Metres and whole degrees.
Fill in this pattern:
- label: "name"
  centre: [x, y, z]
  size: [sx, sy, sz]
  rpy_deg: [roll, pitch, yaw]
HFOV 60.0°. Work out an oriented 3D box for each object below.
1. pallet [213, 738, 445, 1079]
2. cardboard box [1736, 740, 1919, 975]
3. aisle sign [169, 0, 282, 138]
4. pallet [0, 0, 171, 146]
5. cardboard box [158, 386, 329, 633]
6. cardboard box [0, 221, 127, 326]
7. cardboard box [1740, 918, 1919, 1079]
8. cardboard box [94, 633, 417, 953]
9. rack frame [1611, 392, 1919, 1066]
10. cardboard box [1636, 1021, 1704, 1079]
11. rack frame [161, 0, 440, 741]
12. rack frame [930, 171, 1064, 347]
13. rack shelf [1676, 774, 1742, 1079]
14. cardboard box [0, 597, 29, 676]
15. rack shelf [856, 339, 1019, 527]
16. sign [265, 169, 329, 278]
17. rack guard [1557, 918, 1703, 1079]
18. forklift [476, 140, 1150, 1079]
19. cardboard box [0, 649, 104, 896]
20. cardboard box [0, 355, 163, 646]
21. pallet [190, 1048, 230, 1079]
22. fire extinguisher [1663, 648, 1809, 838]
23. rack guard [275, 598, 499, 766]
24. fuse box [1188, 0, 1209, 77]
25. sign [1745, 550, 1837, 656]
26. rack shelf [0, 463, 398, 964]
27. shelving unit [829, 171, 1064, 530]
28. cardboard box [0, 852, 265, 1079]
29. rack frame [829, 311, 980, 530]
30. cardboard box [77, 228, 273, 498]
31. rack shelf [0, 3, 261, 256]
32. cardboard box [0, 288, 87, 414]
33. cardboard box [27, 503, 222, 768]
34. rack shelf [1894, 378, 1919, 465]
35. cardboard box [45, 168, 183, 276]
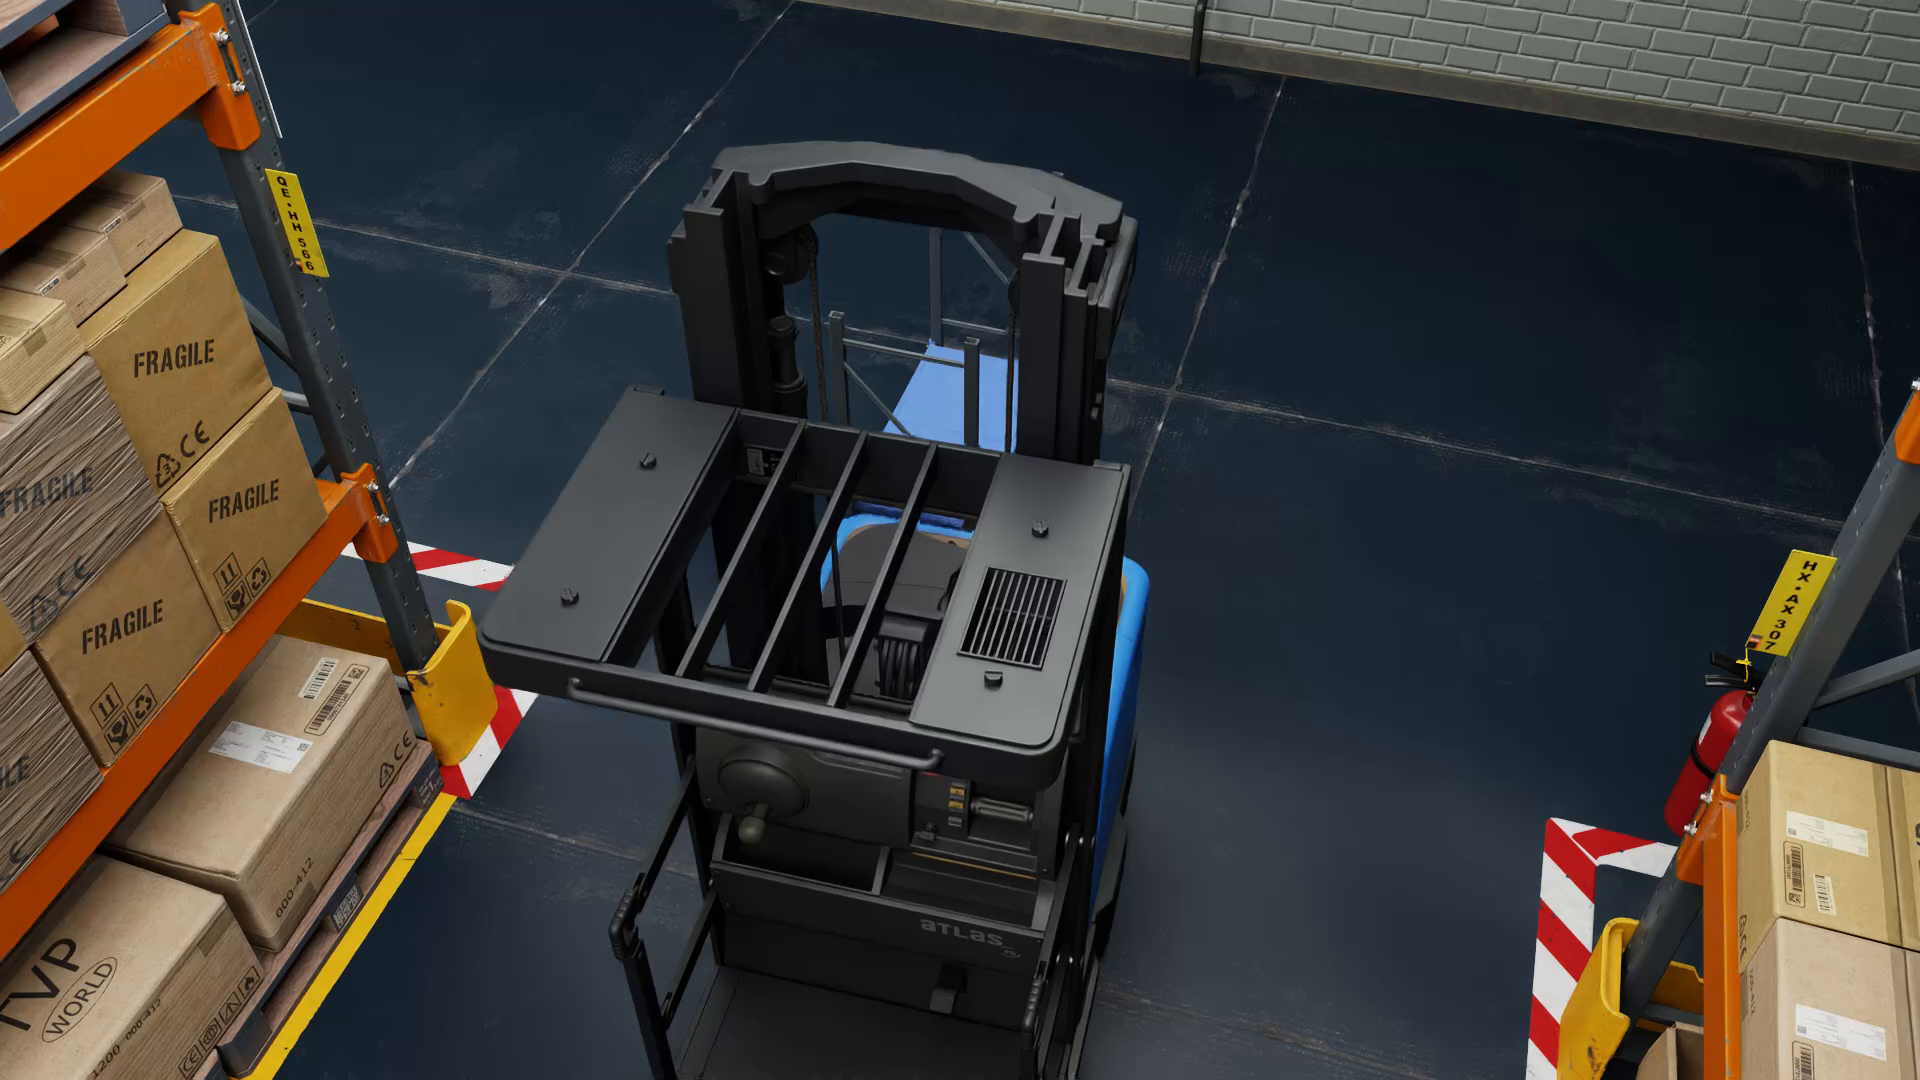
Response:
- label: "pallet"
  centre: [-2.466, 1.071, 5.505]
  size: [1.003, 0.211, 1.213]
  rpy_deg: [13, 46, 13]
- label: "cardboard box"
  centre: [2.039, 0.766, 3.717]
  size: [0.500, 0.250, 0.500]
  rpy_deg: [13, 46, 13]
- label: "aisle sign"
  centre: [-1.981, -1.387, 4.164]
  size: [0.394, 0.787, 0.004]
  rpy_deg: [13, 46, 13]
- label: "pallet"
  centre: [-2.513, -1.019, 3.566]
  size: [1.003, 0.211, 1.213]
  rpy_deg: [13, 46, 13]
- label: "cardboard box"
  centre: [-2.192, -0.134, 4.670]
  size: [0.500, 0.500, 0.500]
  rpy_deg: [13, 46, 13]
- label: "cardboard box"
  centre: [-2.270, -0.645, 4.014]
  size: [0.380, 0.149, 0.250]
  rpy_deg: [13, 46, 13]
- label: "cardboard box"
  centre: [1.887, 1.102, 3.374]
  size: [0.500, 0.250, 0.500]
  rpy_deg: [13, 46, 13]
- label: "cardboard box"
  centre: [-2.403, 0.751, 5.369]
  size: [0.875, 0.438, 0.875]
  rpy_deg: [11, 45, 11]
- label: "rack frame"
  centre: [2.433, 0.573, 4.019]
  size: [1.000, 3.000, 0.127]
  rpy_deg: [13, 46, 13]
- label: "cardboard box"
  centre: [2.158, 1.703, 4.350]
  size: [0.797, 0.503, 0.637]
  rpy_deg: [11, 45, 11]
- label: "rack frame"
  centre: [-2.298, -0.476, 5.091]
  size: [1.000, 3.000, 0.127]
  rpy_deg: [13, 46, 13]
- label: "rack frame"
  centre: [0.128, -0.818, 6.514]
  size: [0.500, 1.500, 0.032]
  rpy_deg: [13, 46, 13]
- label: "rack shelf"
  centre: [1.828, 2.164, 2.909]
  size: [1.077, 0.370, 4.000]
  rpy_deg: [13, 46, 13]
- label: "cardboard box"
  centre: [-2.501, 0.187, 3.628]
  size: [0.500, 0.500, 0.500]
  rpy_deg: [12, 46, 12]
- label: "rack shelf"
  centre: [-0.026, -0.351, 6.293]
  size: [0.538, 0.185, 1.000]
  rpy_deg: [13, 46, 13]
- label: "sign"
  centre: [-1.785, -0.850, 4.477]
  size: [0.100, 0.325, 0.005]
  rpy_deg: [13, 46, 13]
- label: "rack guard"
  centre: [2.410, 1.517, 4.842]
  size: [1.175, 0.500, 0.348]
  rpy_deg: [13, 46, 13]
- label: "forklift"
  centre: [-0.253, 0.699, 3.940]
  size: [1.130, 2.935, 3.031]
  rpy_deg: [10, 45, 10]
- label: "cardboard box"
  centre: [-2.505, 0.543, 3.979]
  size: [0.500, 0.500, 0.500]
  rpy_deg: [14, 46, 14]
- label: "cardboard box"
  centre: [-2.348, -0.142, 3.964]
  size: [0.500, 0.500, 0.500]
  rpy_deg: [13, 46, 13]
- label: "pallet"
  centre: [-2.837, 1.881, 4.677]
  size: [1.003, 0.211, 1.213]
  rpy_deg: [13, 46, 12]
- label: "fire extinguisher"
  centre: [2.037, 0.538, 4.377]
  size: [0.296, 0.674, 0.183]
  rpy_deg: [13, 46, 13]
- label: "rack guard"
  centre: [-2.291, 0.402, 5.982]
  size: [1.175, 0.500, 0.348]
  rpy_deg: [13, 46, 13]
- label: "fuse box"
  centre: [1.345, -3.236, 8.834]
  size: [0.539, 1.711, 0.414]
  rpy_deg: [13, 46, 13]
- label: "sign"
  centre: [1.916, 0.149, 3.834]
  size: [0.100, 0.325, 0.005]
  rpy_deg: [13, 46, 13]
- label: "rack shelf"
  centre: [-2.904, 1.115, 3.981]
  size: [1.077, 0.370, 4.000]
  rpy_deg: [13, 46, 13]
- label: "shelving unit"
  centre: [-0.026, -0.479, 6.167]
  size: [0.538, 1.500, 1.048]
  rpy_deg: [13, 46, 13]
- label: "cardboard box"
  centre: [-2.672, 1.363, 4.744]
  size: [0.875, 0.438, 0.875]
  rpy_deg: [14, 46, 14]
- label: "rack frame"
  centre: [-0.180, -0.140, 5.821]
  size: [0.500, 1.500, 0.032]
  rpy_deg: [13, 46, 13]
- label: "cardboard box"
  centre: [-2.217, -0.497, 4.327]
  size: [0.500, 0.500, 0.500]
  rpy_deg: [14, 46, 14]
- label: "rack shelf"
  centre: [-2.904, 0.043, 2.931]
  size: [1.077, 0.370, 4.000]
  rpy_deg: [13, 46, 13]
- label: "cardboard box"
  centre: [-2.268, -0.455, 3.820]
  size: [0.380, 0.149, 0.250]
  rpy_deg: [12, 46, 12]
- label: "cardboard box"
  centre: [-2.359, 0.198, 4.332]
  size: [0.500, 0.500, 0.500]
  rpy_deg: [12, 46, 12]
- label: "rack shelf"
  centre: [1.828, 1.091, 1.860]
  size: [1.077, 0.370, 4.000]
  rpy_deg: [13, 46, 13]
- label: "cardboard box"
  centre: [-2.216, -0.819, 4.192]
  size: [0.380, 0.149, 0.250]
  rpy_deg: [13, 46, 13]
